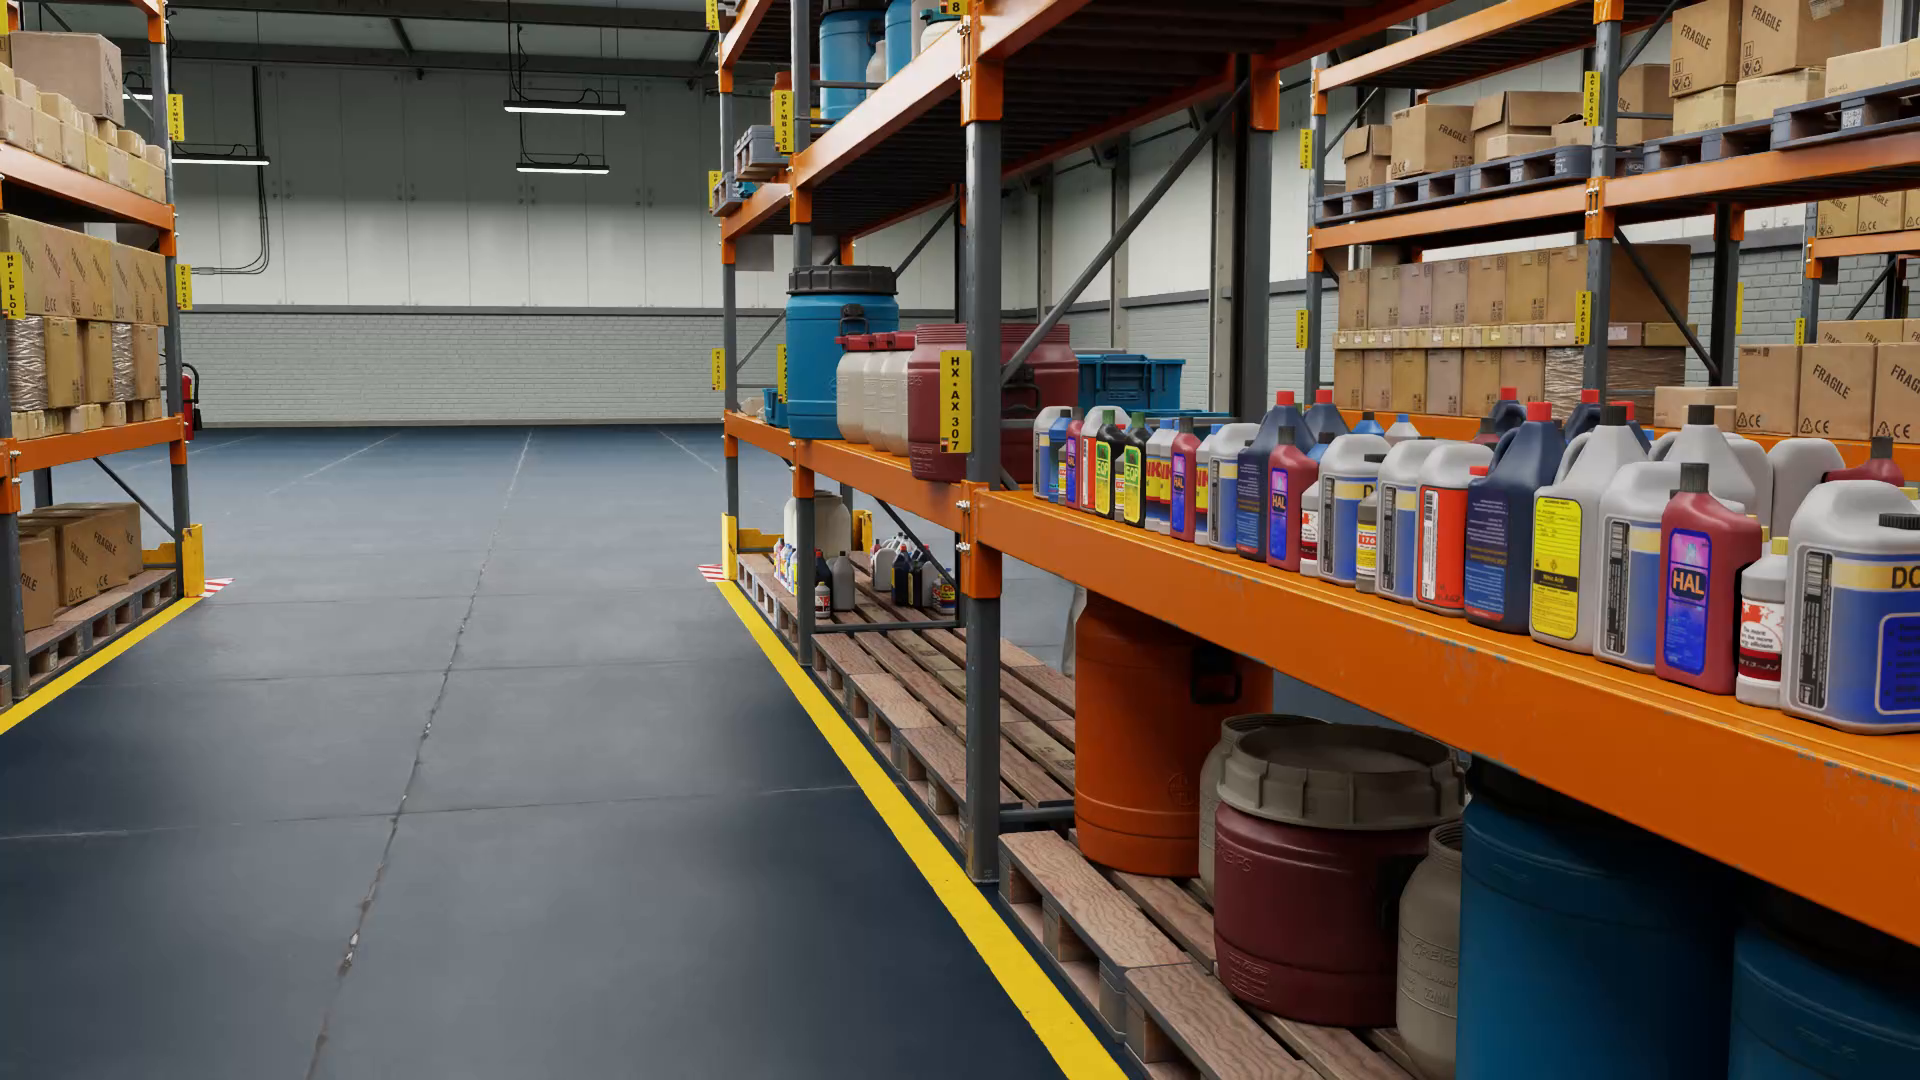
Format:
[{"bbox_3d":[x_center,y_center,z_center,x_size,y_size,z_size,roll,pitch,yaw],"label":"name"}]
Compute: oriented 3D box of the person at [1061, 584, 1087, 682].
[{"bbox_3d":[0.794,-0.053,8.663,0.452,1.600,1.048,3,7,26],"label":"person"}]
